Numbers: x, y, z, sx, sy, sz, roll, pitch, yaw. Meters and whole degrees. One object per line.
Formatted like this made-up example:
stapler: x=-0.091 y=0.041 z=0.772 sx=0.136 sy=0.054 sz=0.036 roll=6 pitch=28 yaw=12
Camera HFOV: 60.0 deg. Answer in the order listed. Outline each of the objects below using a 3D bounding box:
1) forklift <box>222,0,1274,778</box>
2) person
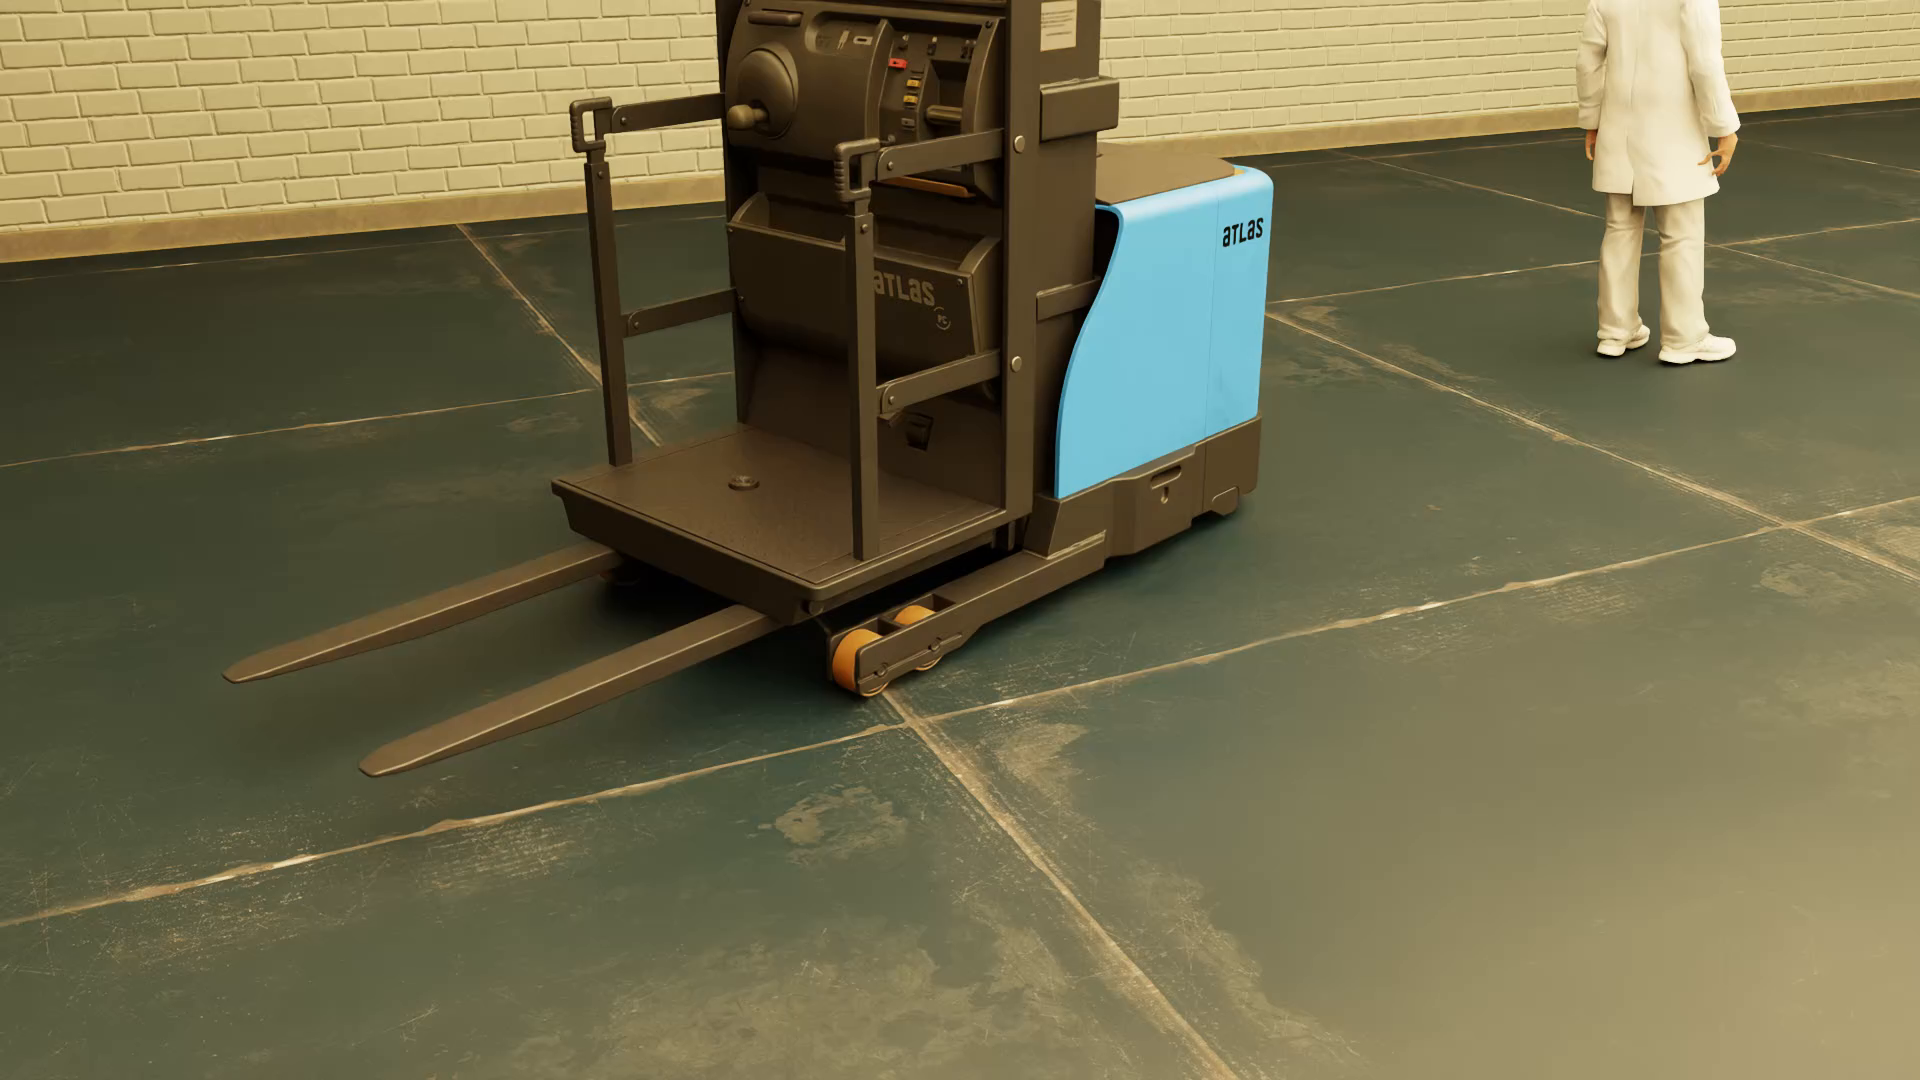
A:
forklift: x=-0.413 y=-1.182 z=4.131 sx=1.130 sy=2.935 sz=3.031 roll=19 pitch=29 yaw=39
person: x=2.830 y=-1.623 z=6.680 sx=0.581 sy=1.775 sz=0.695 roll=-15 pitch=27 yaw=-32
